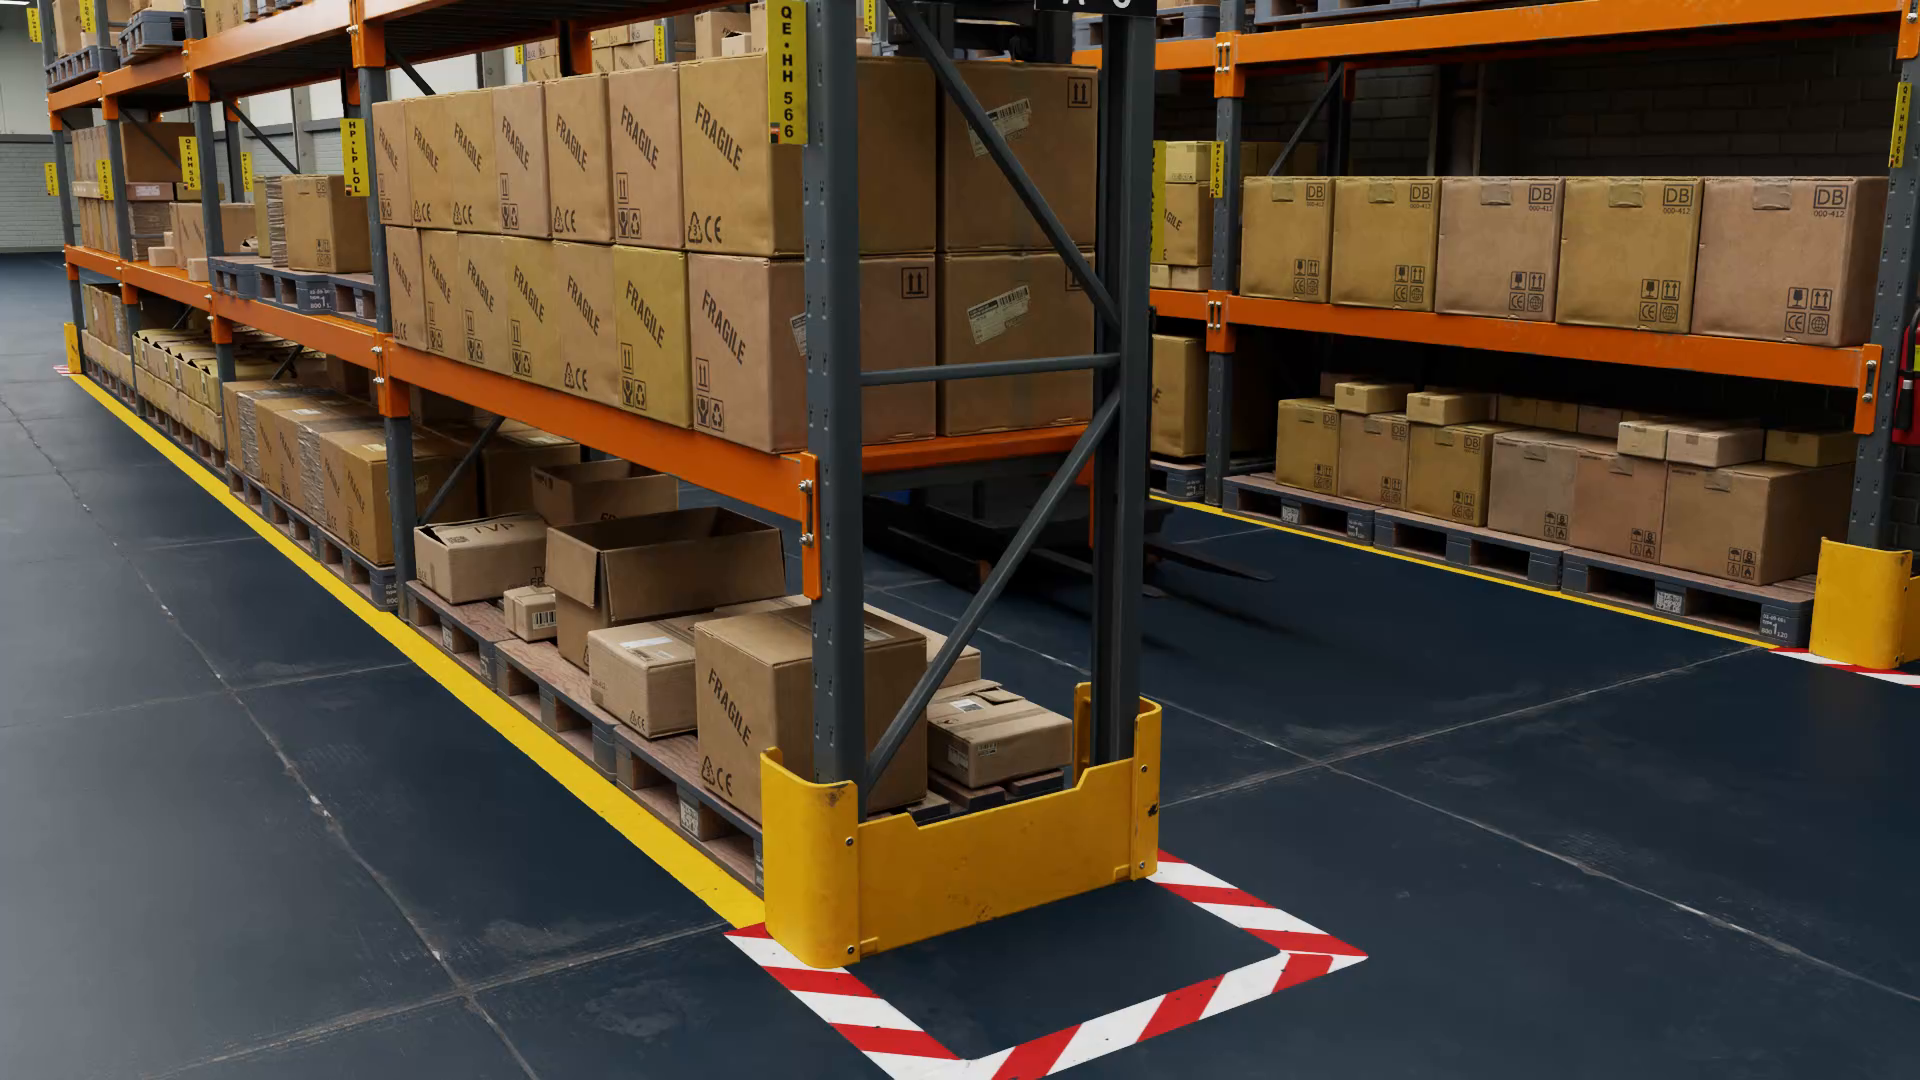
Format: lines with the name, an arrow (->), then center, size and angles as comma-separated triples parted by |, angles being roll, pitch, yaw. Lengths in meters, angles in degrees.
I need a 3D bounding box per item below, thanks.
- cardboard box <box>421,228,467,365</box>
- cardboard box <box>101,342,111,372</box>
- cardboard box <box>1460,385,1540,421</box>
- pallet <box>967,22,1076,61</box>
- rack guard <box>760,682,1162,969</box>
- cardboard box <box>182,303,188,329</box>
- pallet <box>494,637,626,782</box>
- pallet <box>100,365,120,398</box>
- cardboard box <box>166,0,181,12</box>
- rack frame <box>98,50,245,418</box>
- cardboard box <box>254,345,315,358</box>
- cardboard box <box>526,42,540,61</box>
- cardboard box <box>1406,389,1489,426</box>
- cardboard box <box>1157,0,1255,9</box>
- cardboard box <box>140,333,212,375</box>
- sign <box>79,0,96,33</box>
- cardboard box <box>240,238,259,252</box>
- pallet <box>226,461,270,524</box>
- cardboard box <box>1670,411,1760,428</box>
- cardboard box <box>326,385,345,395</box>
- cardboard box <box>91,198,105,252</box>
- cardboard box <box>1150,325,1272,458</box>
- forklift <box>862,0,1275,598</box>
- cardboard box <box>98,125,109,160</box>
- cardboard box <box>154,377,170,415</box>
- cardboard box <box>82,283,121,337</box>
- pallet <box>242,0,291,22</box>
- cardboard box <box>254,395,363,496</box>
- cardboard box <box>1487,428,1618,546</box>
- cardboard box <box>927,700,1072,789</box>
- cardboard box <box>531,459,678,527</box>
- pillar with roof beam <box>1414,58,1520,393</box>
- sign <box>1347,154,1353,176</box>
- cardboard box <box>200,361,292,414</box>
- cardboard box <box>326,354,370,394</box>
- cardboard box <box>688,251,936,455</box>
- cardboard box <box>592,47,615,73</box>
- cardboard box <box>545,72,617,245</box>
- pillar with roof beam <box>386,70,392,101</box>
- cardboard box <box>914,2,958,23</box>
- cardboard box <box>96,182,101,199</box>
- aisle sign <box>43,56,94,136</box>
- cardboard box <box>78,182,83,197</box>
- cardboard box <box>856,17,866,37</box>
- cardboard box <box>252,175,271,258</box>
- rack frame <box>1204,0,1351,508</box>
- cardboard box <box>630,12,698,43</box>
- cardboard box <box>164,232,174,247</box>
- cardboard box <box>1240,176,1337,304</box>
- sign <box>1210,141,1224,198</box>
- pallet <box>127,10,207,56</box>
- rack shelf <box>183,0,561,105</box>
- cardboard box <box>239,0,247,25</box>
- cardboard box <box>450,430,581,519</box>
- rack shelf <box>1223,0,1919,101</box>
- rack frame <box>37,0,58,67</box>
cardboard box -> -1.806, -0.984, 6.607 | 0.500, 0.500, 0.500 | -8, 15, -32
cardboard box -> -7.855, -1.756, 15.825 | 0.500, 0.250, 0.500 | -8, 15, -33
cardboard box -> 2.967, -0.756, 9.146 | 0.380, 0.149, 0.250 | -8, 15, -32
pallet -> 0.781, -3.514, 11.829 | 1.003, 0.211, 1.213 | -7, 14, -30
rack guard -> 0.026, 0.770, 4.671 | 1.175, 0.500, 0.348 | -8, 15, -33
cardboard box -> -6.860, -2.008, 15.219 | 0.500, 0.500, 0.500 | -8, 15, -33
pallet -> -1.088, 0.553, 6.340 | 1.003, 0.211, 1.213 | -8, 15, -33
pallet -> -7.666, -1.573, 16.061 | 1.003, 0.211, 1.213 | -8, 15, -33
cardboard box -> -5.275, -3.726, 11.725 | 0.500, 0.250, 0.500 | -8, 15, -34
rack frame -> -6.580, -2.572, 14.101 | 1.000, 3.000, 0.127 | -8, 15, -33
cardboard box -> -4.988, -1.308, 12.460 | 0.500, 0.311, 0.500 | -9, 15, -34
cardboard box -> -4.663, -5.785, 19.153 | 0.500, 0.500, 0.500 | -9, 15, -37
cardboard box -> 2.630, -0.716, 8.967 | 0.380, 0.149, 0.250 | -9, 15, -34
cardboard box -> 1.578, -3.635, 10.676 | 0.700, 0.500, 0.500 | -9, 15, -36
cardboard box -> -6.286, -1.515, 13.409 | 0.500, 0.311, 0.500 | -8, 15, -33
sign -> -7.041, -4.262, 13.415 | 0.100, 0.325, 0.005 | -8, 15, -33
cardboard box -> -4.529, -1.887, 11.177 | 0.500, 0.311, 0.500 | -7, 14, -29
pallet -> -3.982, -0.361, 10.518 | 1.003, 0.211, 1.213 | -8, 15, -33
cardboard box -> 3.673, -0.530, 8.112 | 0.380, 0.149, 0.250 | -8, 15, -33
cardboard box -> -3.650, -0.716, 10.434 | 0.500, 0.500, 0.500 | -7, 14, -31
cardboard box -> -7.983, -3.066, 16.125 | 0.700, 0.500, 0.500 | -8, 15, -32
cardboard box -> 1.506, -0.991, 10.922 | 0.750, 0.750, 0.750 | -8, 15, -32
forklift -> 0.390, -1.285, 8.376 | 1.130, 2.935, 3.031 | -7, 14, -29
cardboard box -> -7.389, -3.511, 15.127 | 0.700, 0.500, 0.500 | -8, 15, -33
cardboard box -> -5.992, -1.150, 13.051 | 0.500, 0.250, 0.500 | -9, 15, -34
cardboard box -> -8.406, -2.301, 16.561 | 0.500, 0.500, 0.500 | -8, 15, -33
pallet -> -3.028, -2.831, 8.704 | 1.213, 0.211, 1.003 | -8, 15, -33
cardboard box -> -3.781, -0.557, 9.710 | 0.500, 0.500, 0.500 | -8, 15, -34
cardboard box -> 3.163, -0.300, 8.579 | 0.700, 0.500, 0.500 | -9, 15, -35
cardboard box -> 0.122, 0.625, 5.126 | 0.380, 0.149, 0.250 | -8, 15, -33
cardboard box -> -1.596, -0.075, 7.505 | 0.500, 0.500, 0.500 | -8, 15, -33
pillar with roof beam -> -0.502, -4.135, 7.207 | 9.100, 9.000, 0.400 | -8, 15, -33
sign -> 2.435, -2.264, 10.480 | 0.100, 0.325, 0.005 | -8, 15, -33
cardboard box -> -4.859, -1.060, 11.329 | 0.500, 0.311, 0.500 | -8, 14, -31
cardboard box -> -3.616, -1.072, 10.311 | 0.500, 0.250, 0.500 | -7, 14, -31
cardboard box -> -0.406, -0.534, 4.548 | 0.500, 0.500, 0.500 | -8, 14, -31
cardboard box -> -3.552, -4.929, 17.577 | 0.500, 0.500, 0.500 | -9, 15, -35
cardboard box -> -0.979, -1.203, 5.267 | 0.500, 0.500, 0.500 | -8, 14, -31
pillar with roof beam -> -13.799, -8.403, 26.725 | 9.100, 9.000, 0.400 | -8, 15, -33
cardboard box -> 0.069, -4.099, 12.798 | 0.700, 0.500, 0.500 | -10, 16, -37
cardboard box -> -7.761, -3.233, 15.374 | 0.380, 0.149, 0.250 | -8, 14, -31
aisle sign -> -9.088, -4.529, 16.964 | 0.394, 0.787, 0.004 | -8, 15, -33
cardboard box -> -8.473, -3.462, 16.421 | 0.380, 0.149, 0.250 | -8, 15, -33
cardboard box -> -0.883, -4.215, 14.303 | 0.797, 0.503, 0.637 | -6, 14, -25
cardboard box -> -3.921, -2.016, 10.341 | 0.500, 0.500, 0.700 | 9, 15, 36
rack frame -> 1.974, -1.736, 10.279 | 1.000, 3.000, 0.127 | -8, 15, -33
cardboard box -> -2.962, -5.228, 16.606 | 0.500, 0.500, 0.500 | -10, 16, -38
cardboard box -> -6.271, -2.416, 13.740 | 0.500, 0.250, 0.500 | -7, 14, -29
cardboard box -> 2.261, -1.784, 9.797 | 0.980, 0.700, 0.700 | -8, 15, -32
sign -> 1.528, -2.197, 9.862 | 0.100, 0.325, 0.005 | -8, 15, -33
pallet -> -4.814, -3.344, 11.051 | 1.213, 0.211, 1.003 | -7, 14, -30
rack shelf -> -3.256, -2.619, 8.978 | 1.077, 0.370, 4.000 | -8, 15, -33
cardboard box -> -3.524, -3.118, 9.342 | 0.910, 0.500, 0.500 | -8, 15, -33
cardboard box -> -2.213, -0.258, 8.340 | 0.500, 0.500, 0.500 | -9, 15, -35
rack shelf -> 3.082, -2.494, 8.409 | 1.077, 0.370, 4.000 | -8, 15, -33
rack frame -> -8.796, -6.214, 16.713 | 1.000, 3.000, 0.127 | -8, 15, -33
